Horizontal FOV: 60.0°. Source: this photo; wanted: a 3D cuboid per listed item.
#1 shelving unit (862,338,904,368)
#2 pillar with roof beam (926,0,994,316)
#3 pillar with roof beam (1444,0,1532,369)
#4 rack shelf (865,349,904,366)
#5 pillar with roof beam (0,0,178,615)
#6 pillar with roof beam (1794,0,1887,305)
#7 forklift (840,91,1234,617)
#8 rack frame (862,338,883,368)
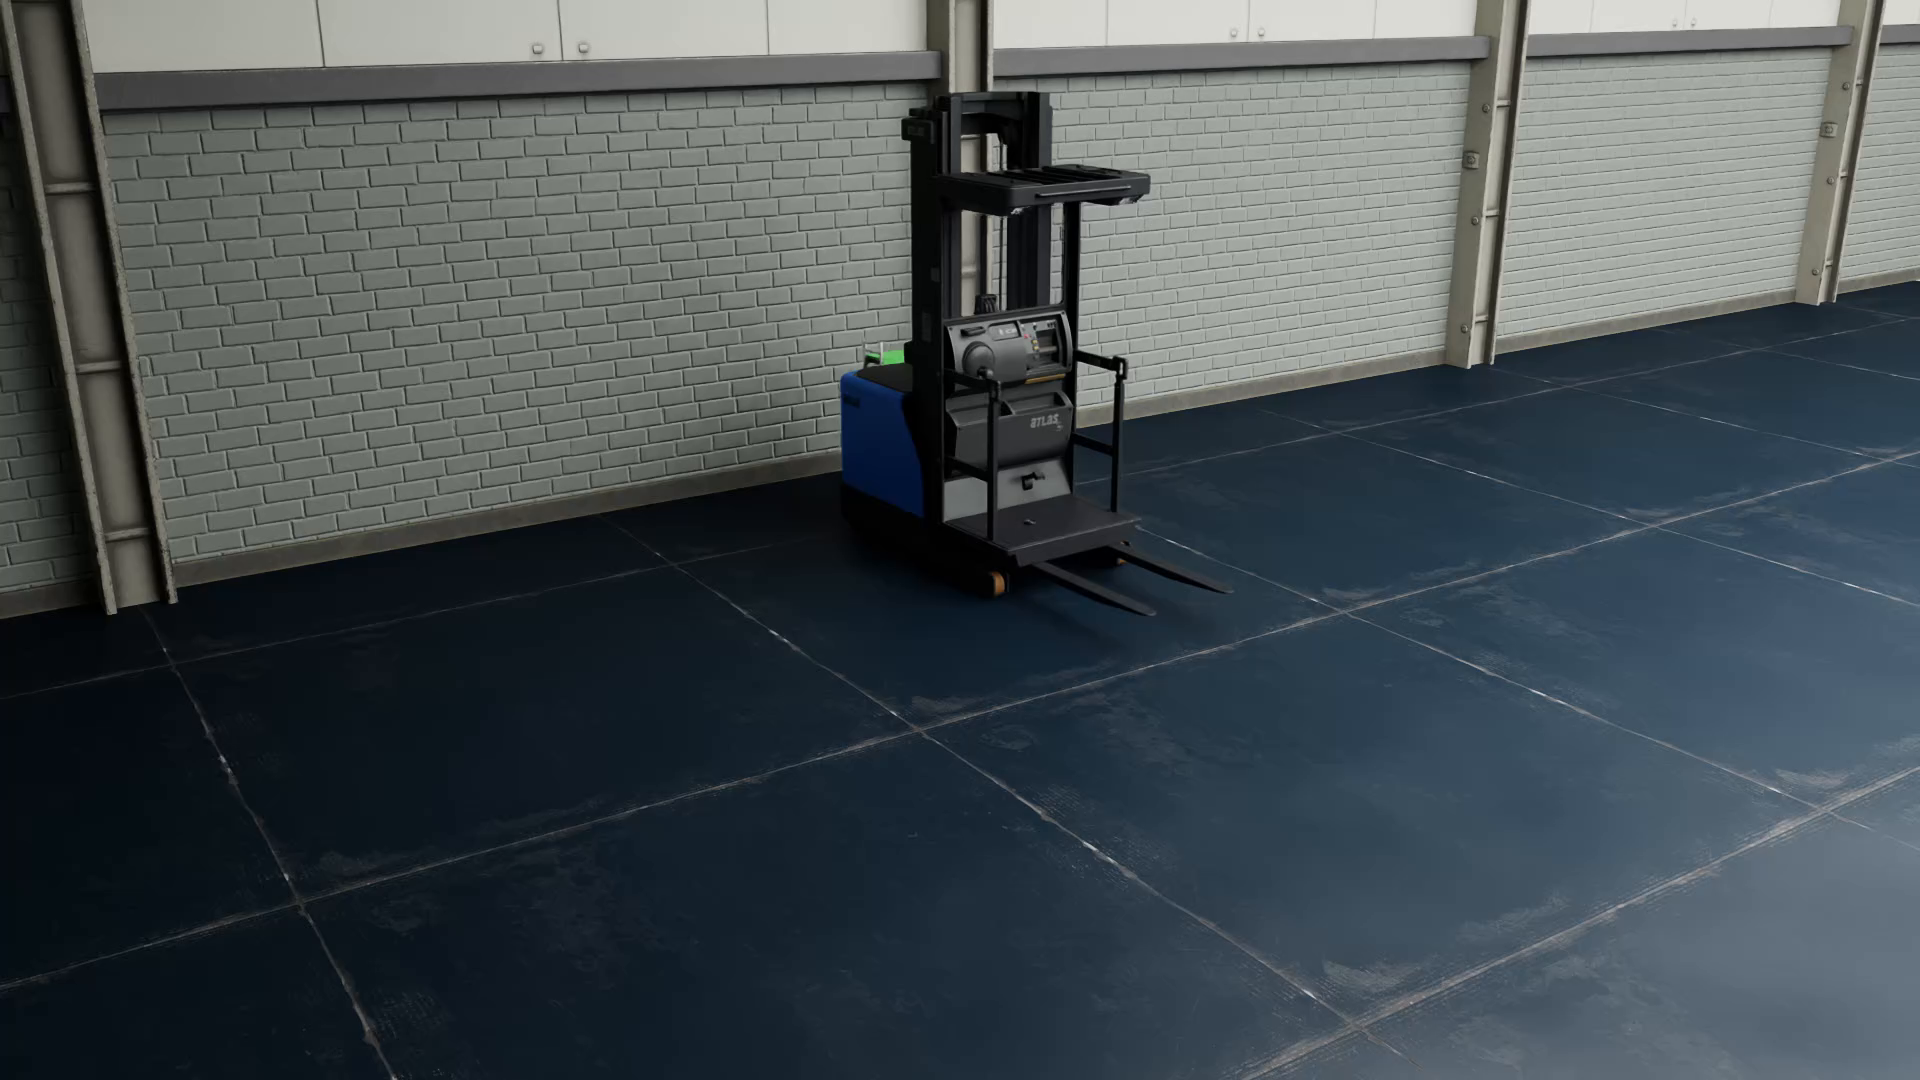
[{"bbox_3d":[-0.398,-0.867,11.918,0.503,1.200,0.258,-13,20,-33],"label":"shelving unit"},{"bbox_3d":[2.368,-3.796,8.423,0.400,9.000,9.100,-12,22,-31],"label":"pillar with roof beam"},{"bbox_3d":[7.379,-4.853,11.549,0.400,9.000,9.100,-12,22,-31],"label":"pillar with roof beam"},{"bbox_3d":[-0.408,-1.266,11.799,0.480,0.148,0.258,-13,20,-33],"label":"rack shelf"},{"bbox_3d":[-2.643,-2.739,5.297,0.400,9.000,9.100,-12,22,-31],"label":"pillar with roof beam"},{"bbox_3d":[12.390,-5.910,14.675,0.400,9.000,9.100,-12,22,-31],"label":"pillar with roof beam"},{"bbox_3d":[0.442,-1.210,10.246,1.130,2.935,3.031,-13,23,-34],"label":"forklift"},{"bbox_3d":[-0.598,-0.822,11.786,0.015,1.200,0.240,-13,20,-33],"label":"rack frame"}]
